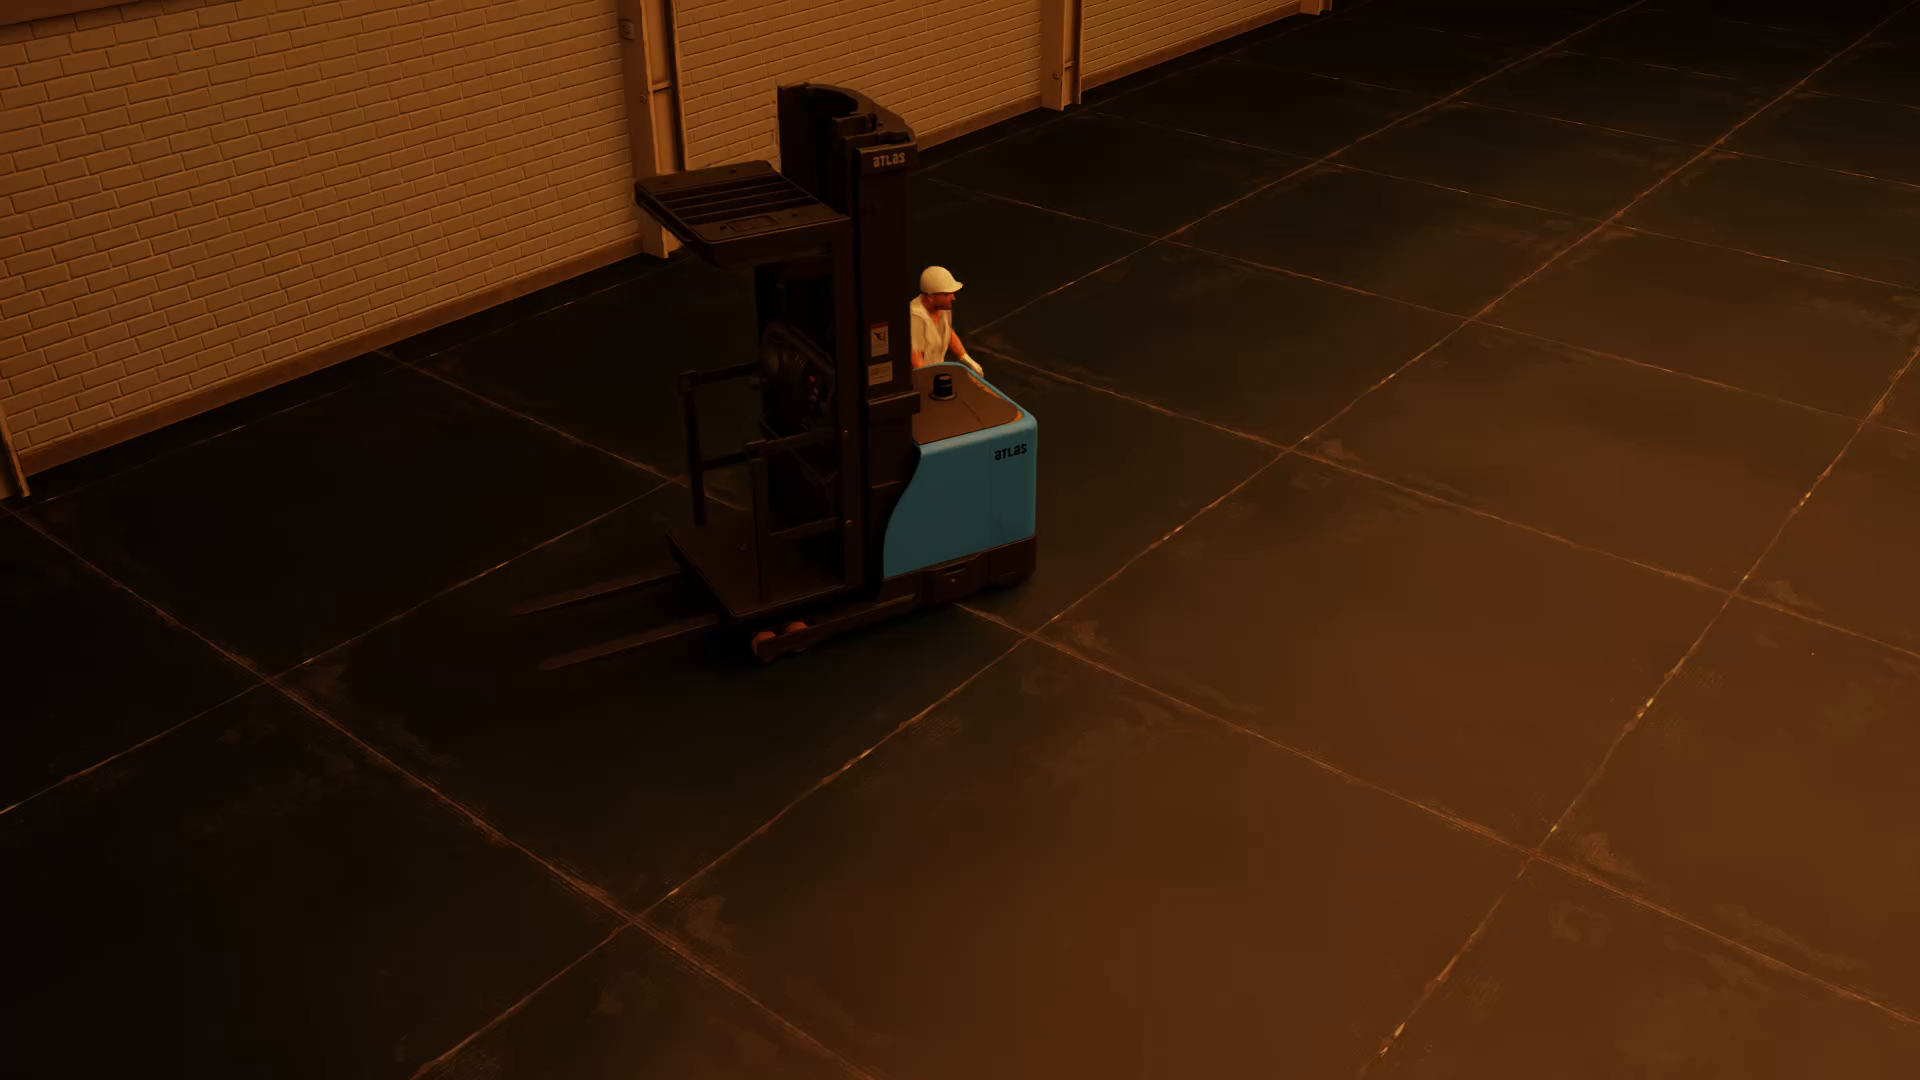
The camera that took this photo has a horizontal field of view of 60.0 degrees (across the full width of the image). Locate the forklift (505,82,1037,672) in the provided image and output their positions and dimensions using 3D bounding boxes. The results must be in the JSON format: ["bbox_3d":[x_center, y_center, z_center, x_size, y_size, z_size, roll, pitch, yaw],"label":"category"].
[{"bbox_3d":[-1.078,-0.890,9.118,3.031,2.935,1.130,-16,34,-25],"label":"forklift"}]

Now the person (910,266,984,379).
[{"bbox_3d":[0.014,-1.004,10.765,0.898,1.566,0.787,10,32,17],"label":"person"}]
